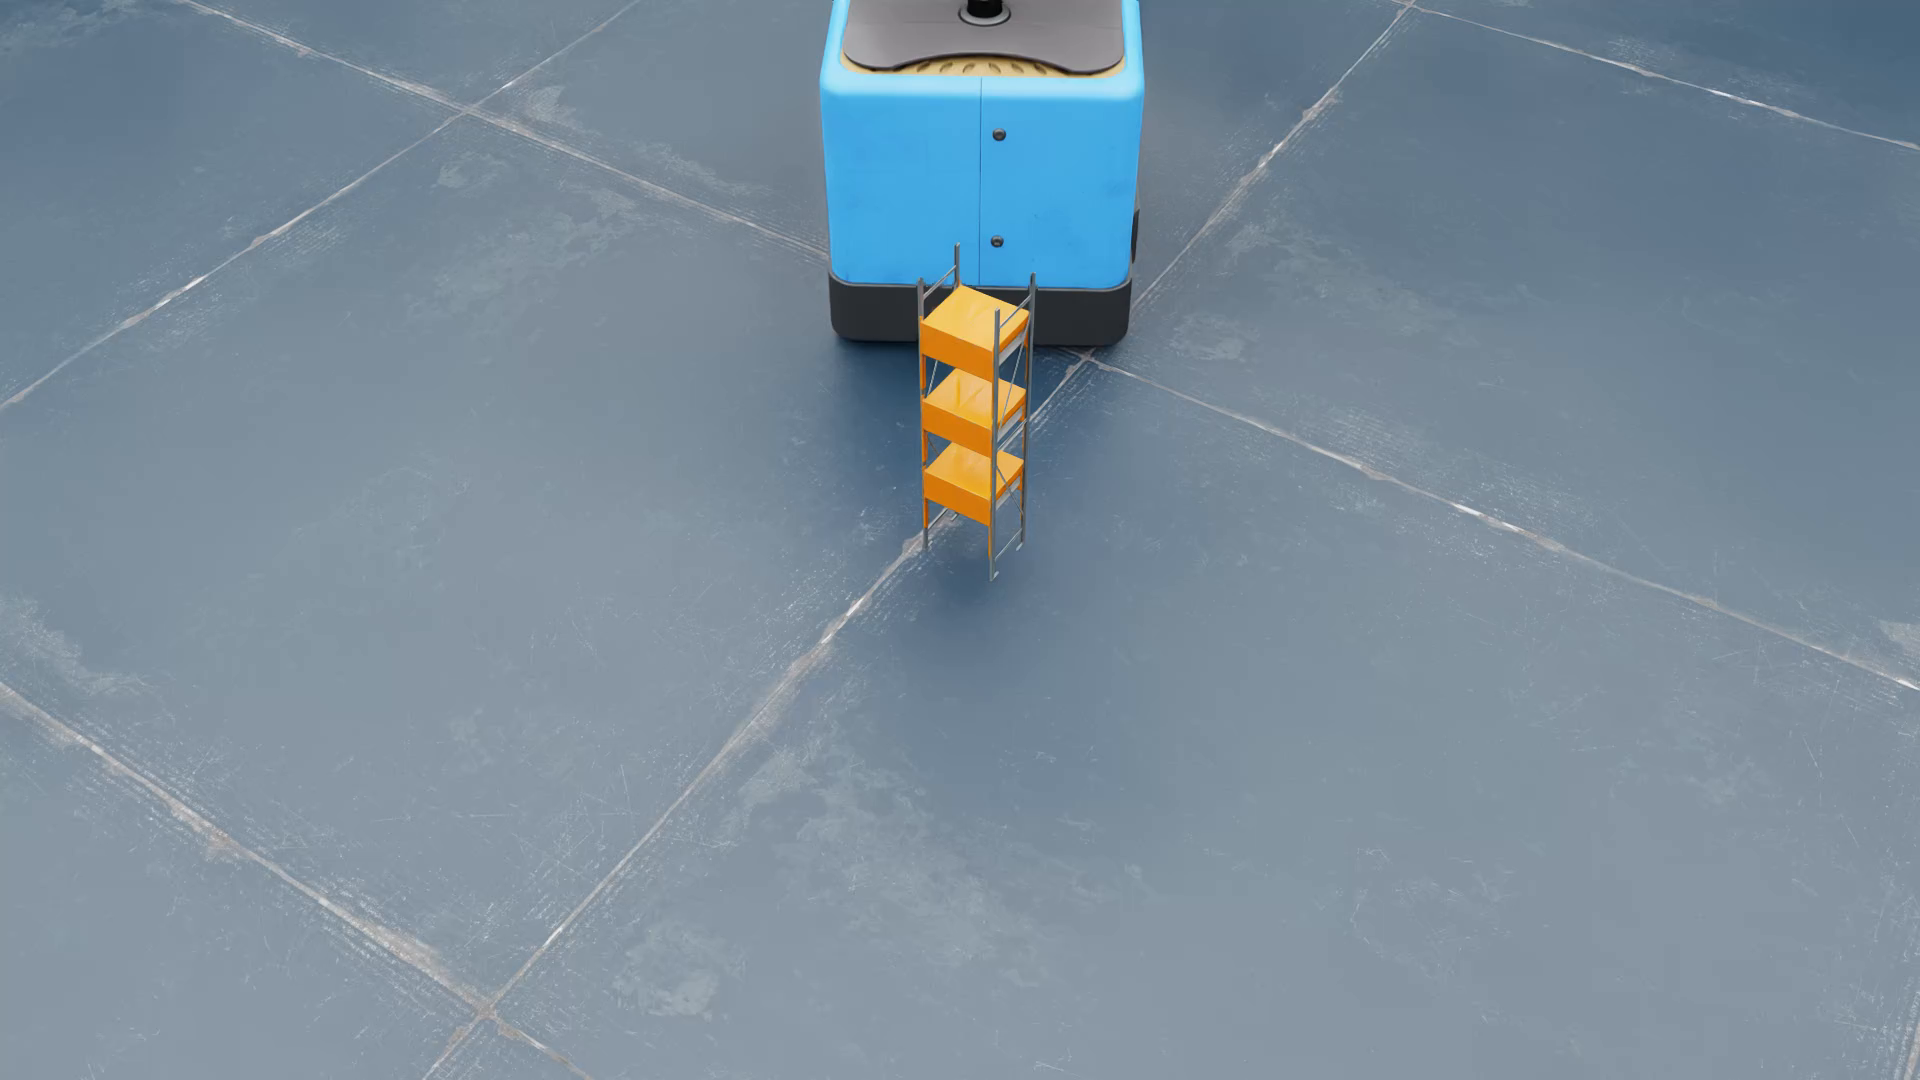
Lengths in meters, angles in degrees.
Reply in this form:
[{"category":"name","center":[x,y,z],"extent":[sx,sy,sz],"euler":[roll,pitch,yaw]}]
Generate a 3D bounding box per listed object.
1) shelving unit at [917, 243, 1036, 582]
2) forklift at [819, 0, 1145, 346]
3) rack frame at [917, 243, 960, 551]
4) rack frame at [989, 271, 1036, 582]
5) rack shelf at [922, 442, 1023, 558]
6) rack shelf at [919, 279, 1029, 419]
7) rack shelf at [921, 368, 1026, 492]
[{"category":"shelving unit","center":[0.045,-0.345,4.853],"extent":[0.252,1.050,0.215],"euler":[25,51,22]},{"category":"forklift","center":[0.121,-2.744,5.873],"extent":[1.130,2.935,3.031],"euler":[2,46,1]},{"category":"rack frame","center":[-0.058,-0.392,4.899],"extent":[0.008,1.050,0.200],"euler":[25,51,22]},{"category":"rack frame","center":[0.148,-0.298,4.807],"extent":[0.008,1.050,0.200],"euler":[25,51,22]},{"category":"rack shelf","center":[0.045,-0.144,5.060],"extent":[0.240,0.259,0.215],"euler":[25,51,22]},{"category":"rack shelf","center":[0.045,-0.536,4.657],"extent":[0.240,0.259,0.215],"euler":[25,51,22]},{"category":"rack shelf","center":[0.045,-0.338,4.861],"extent":[0.240,0.259,0.215],"euler":[25,51,22]}]
